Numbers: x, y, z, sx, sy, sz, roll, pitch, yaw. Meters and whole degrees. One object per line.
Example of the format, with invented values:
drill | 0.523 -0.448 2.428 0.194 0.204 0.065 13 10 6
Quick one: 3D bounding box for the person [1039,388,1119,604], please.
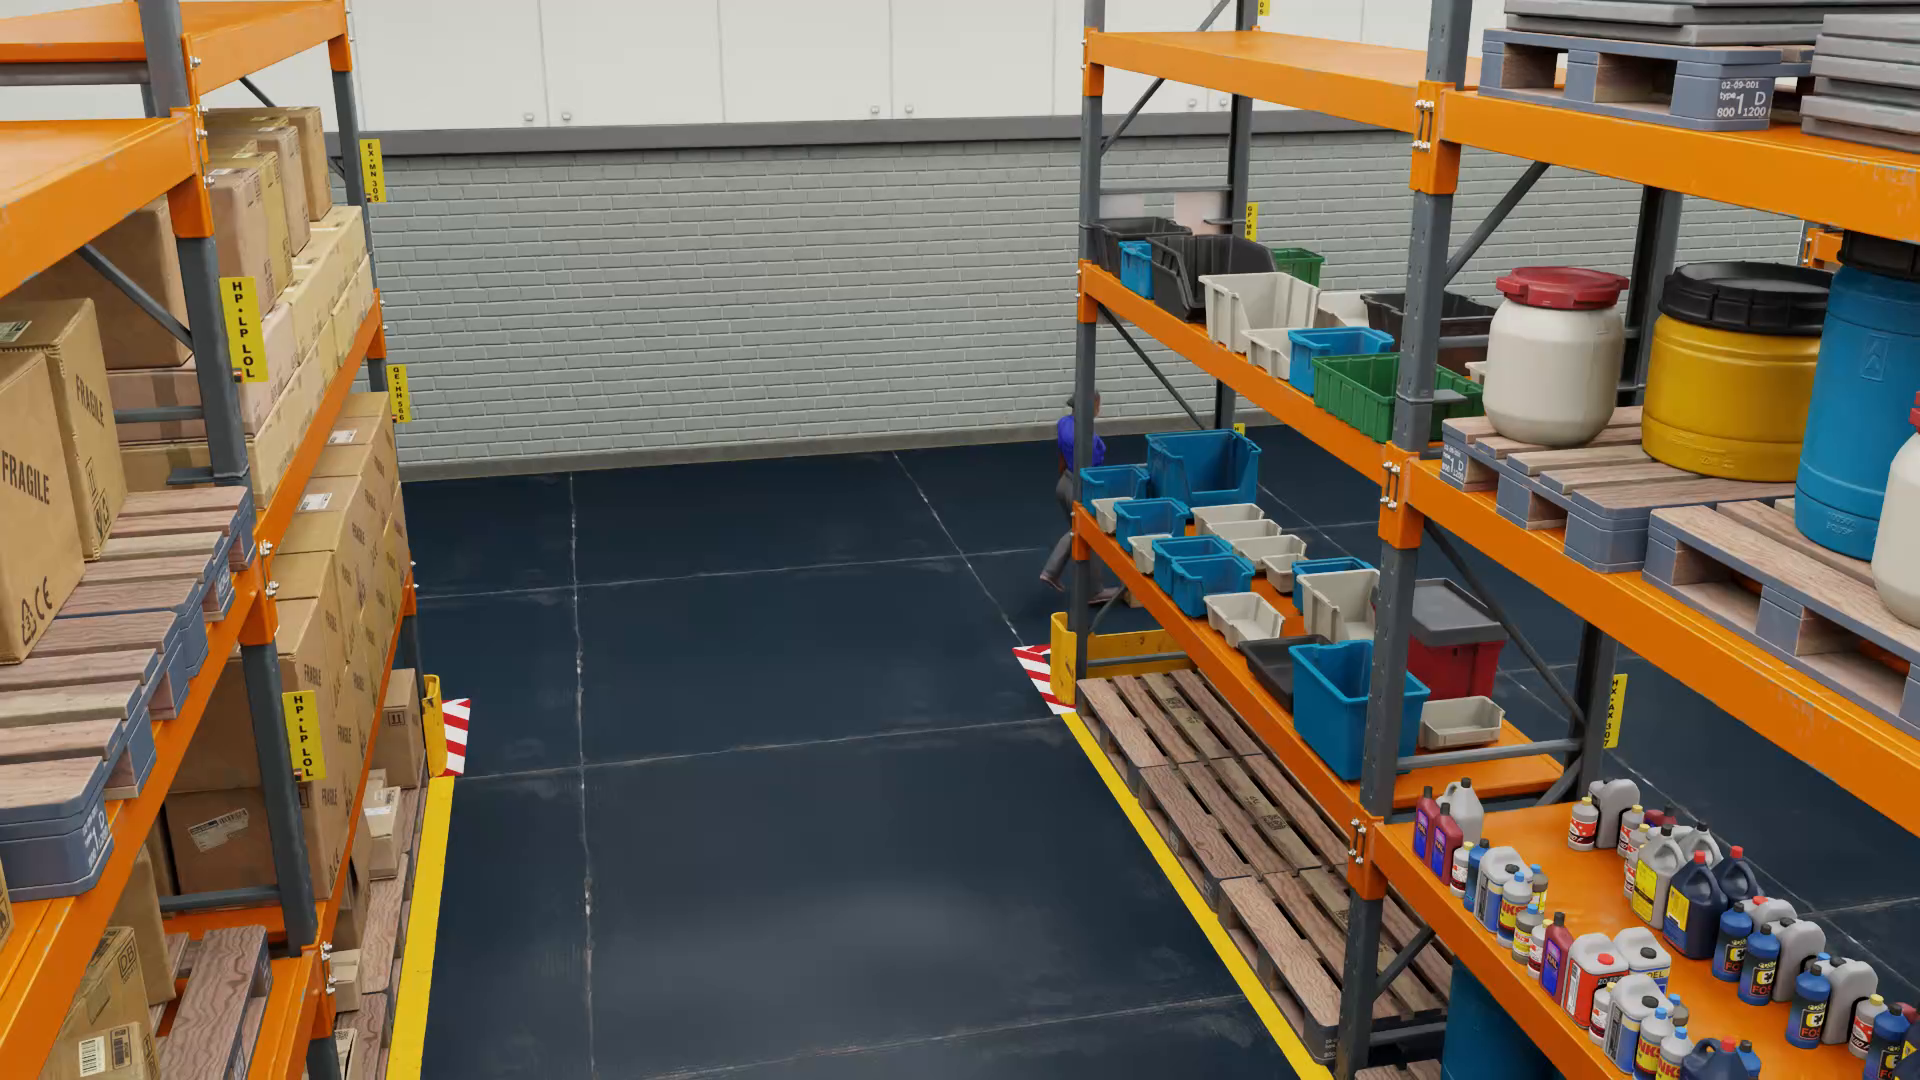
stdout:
person | 0.901 -0.323 11.910 0.581 1.644 0.478 -9 22 -24
